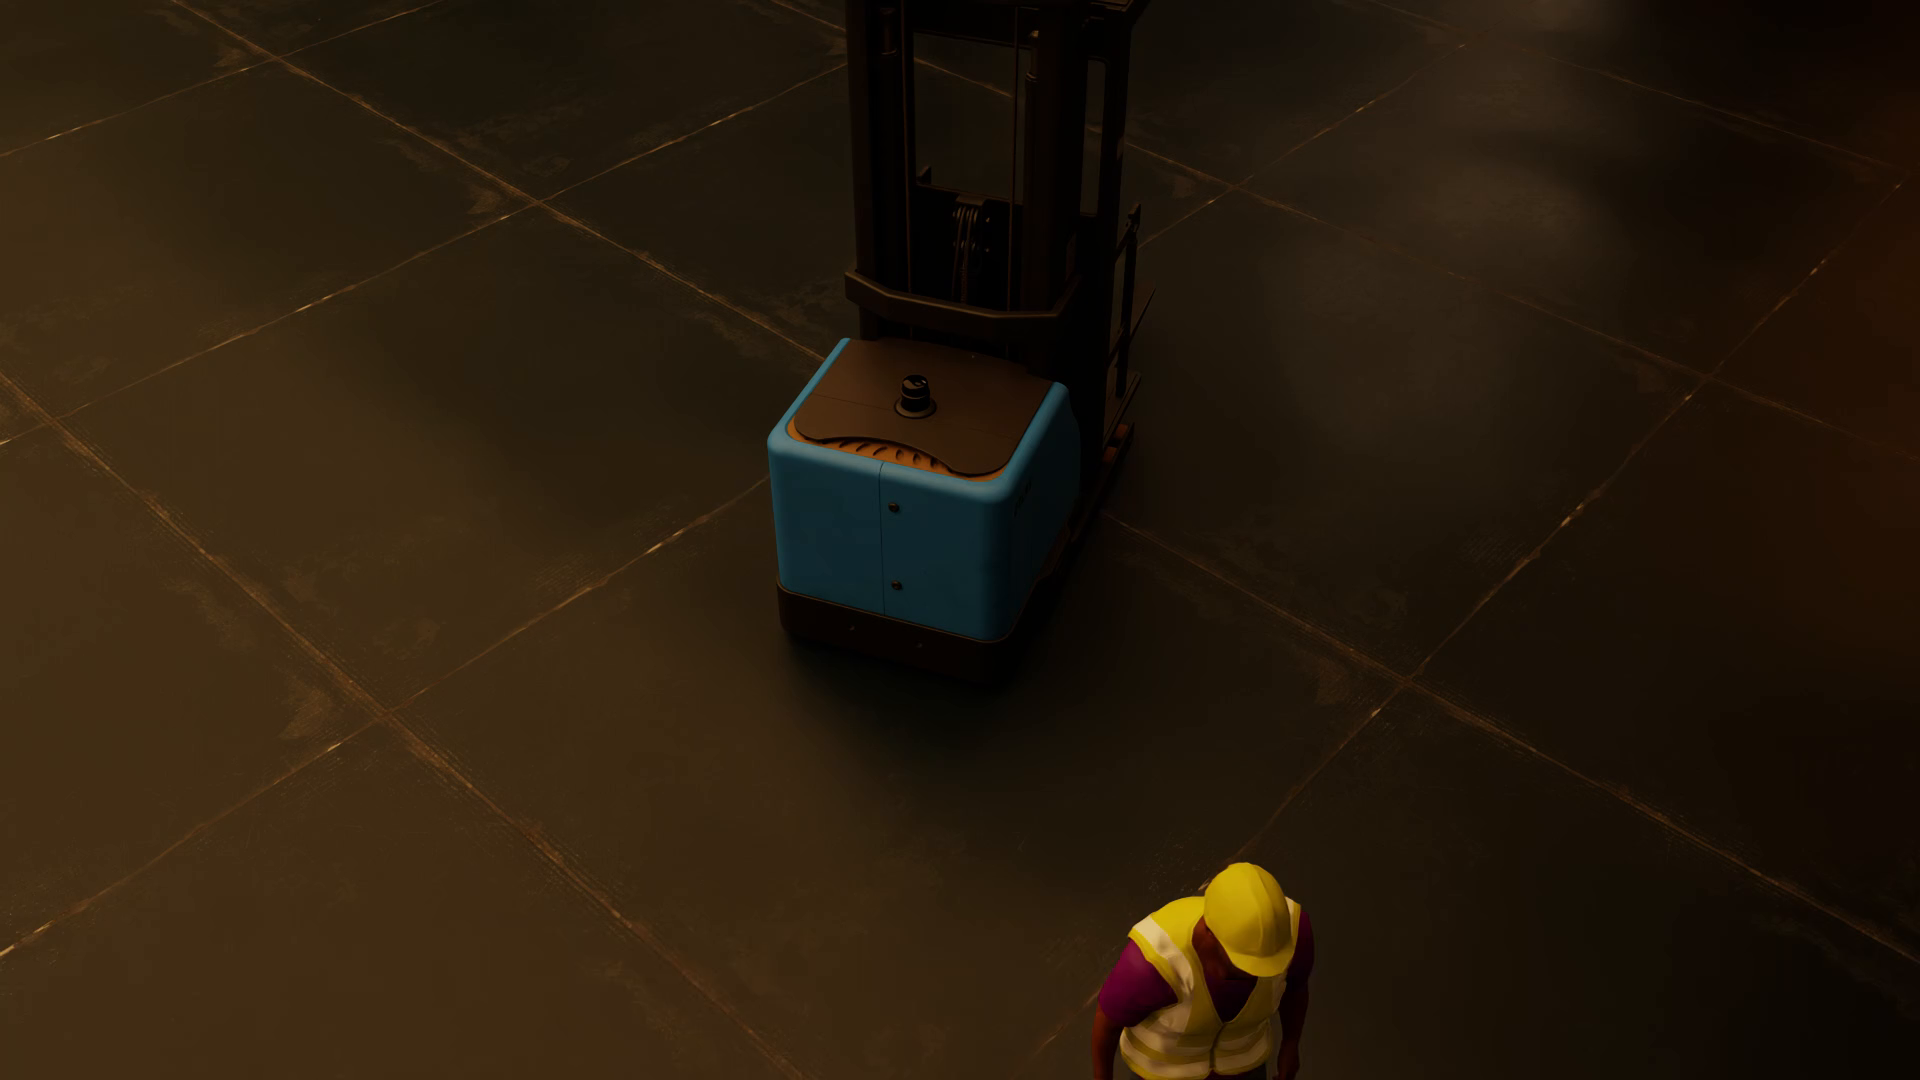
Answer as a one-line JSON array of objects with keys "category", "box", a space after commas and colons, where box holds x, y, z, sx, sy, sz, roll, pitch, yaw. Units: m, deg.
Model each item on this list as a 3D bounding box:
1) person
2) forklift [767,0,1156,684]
[{"category": "person", "box": [0.668, 1.458, 4.632, 0.626, 1.759, 0.463, -8, 41, -9]}, {"category": "forklift", "box": [0.211, -1.484, 7.158, 1.130, 2.935, 3.031, 14, 42, 15]}]
